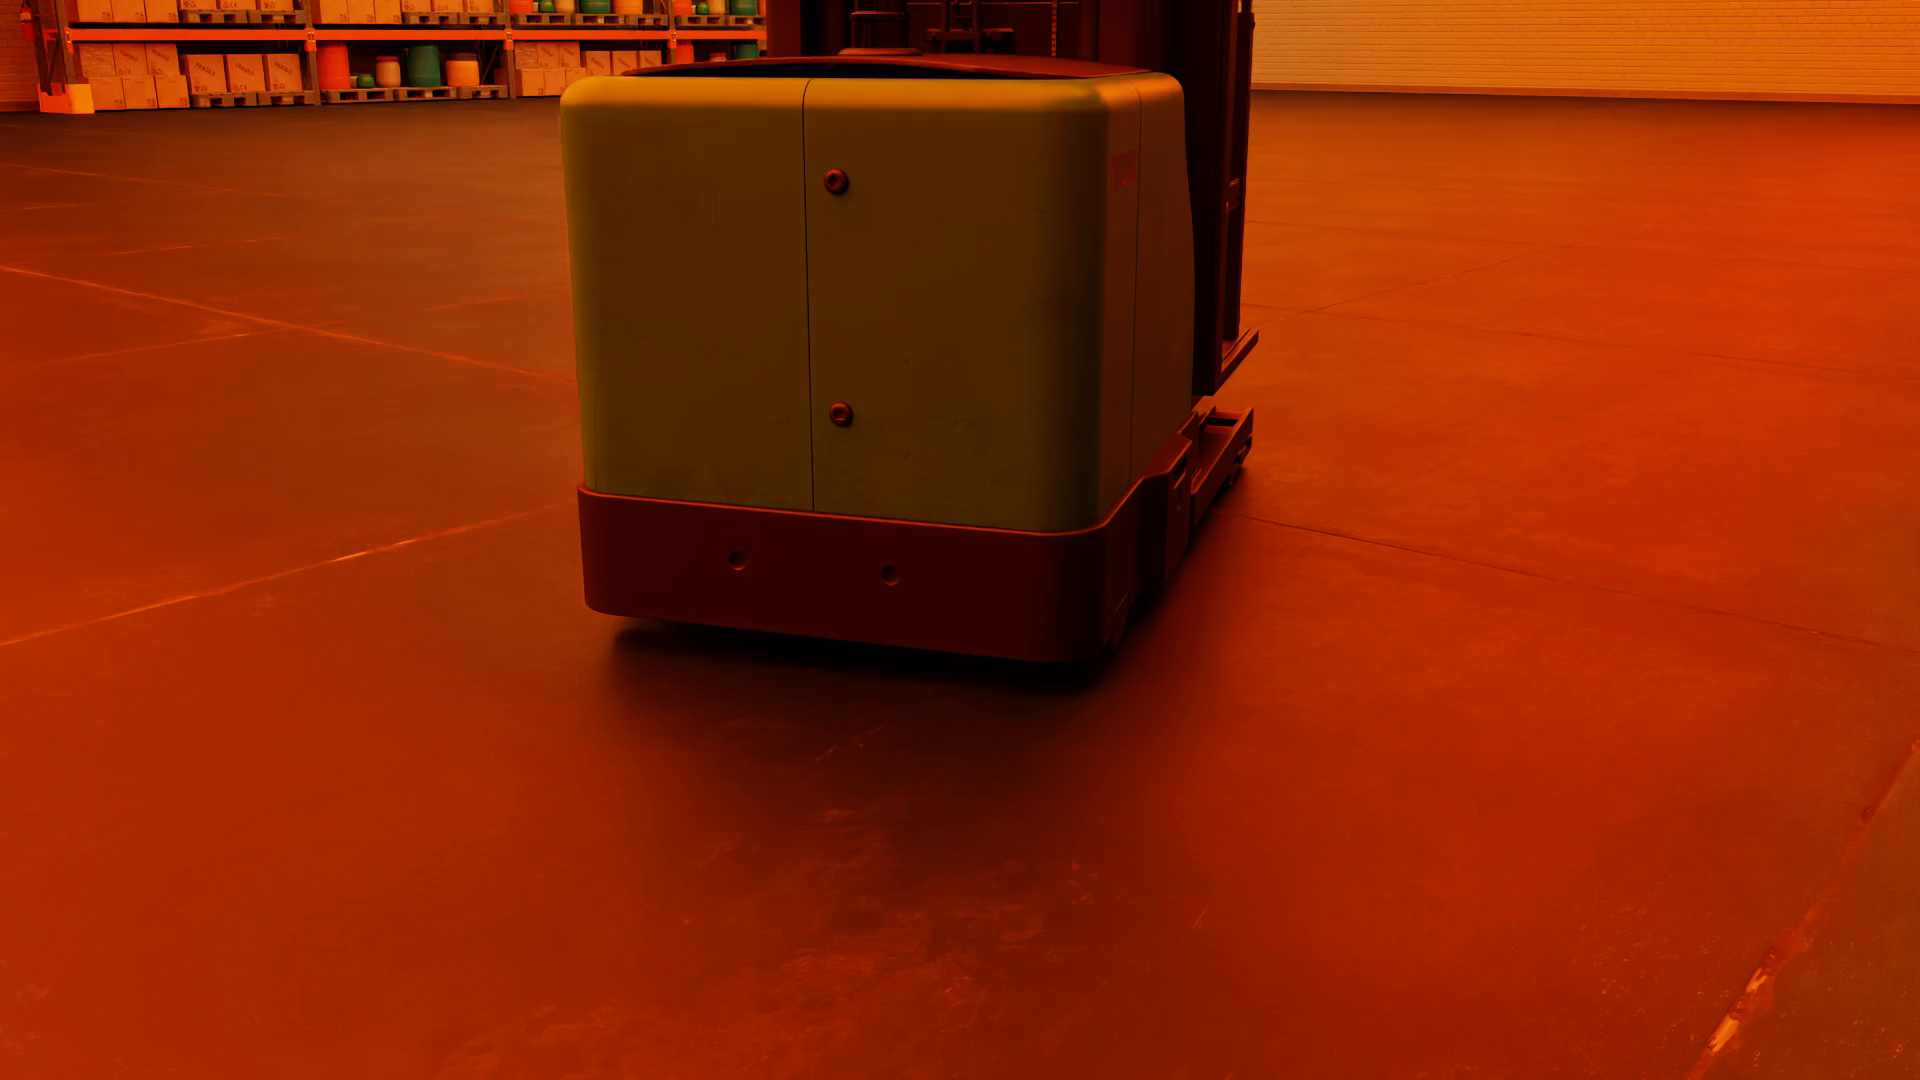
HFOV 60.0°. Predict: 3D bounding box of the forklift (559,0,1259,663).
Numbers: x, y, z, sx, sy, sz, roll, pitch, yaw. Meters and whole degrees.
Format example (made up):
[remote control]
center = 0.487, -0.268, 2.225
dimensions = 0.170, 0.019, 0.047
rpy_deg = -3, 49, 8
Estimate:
[forklift]
center = 0.182, -1.571, 4.072
dimensions = 1.130, 2.935, 3.031
rpy_deg = 5, 18, 17
